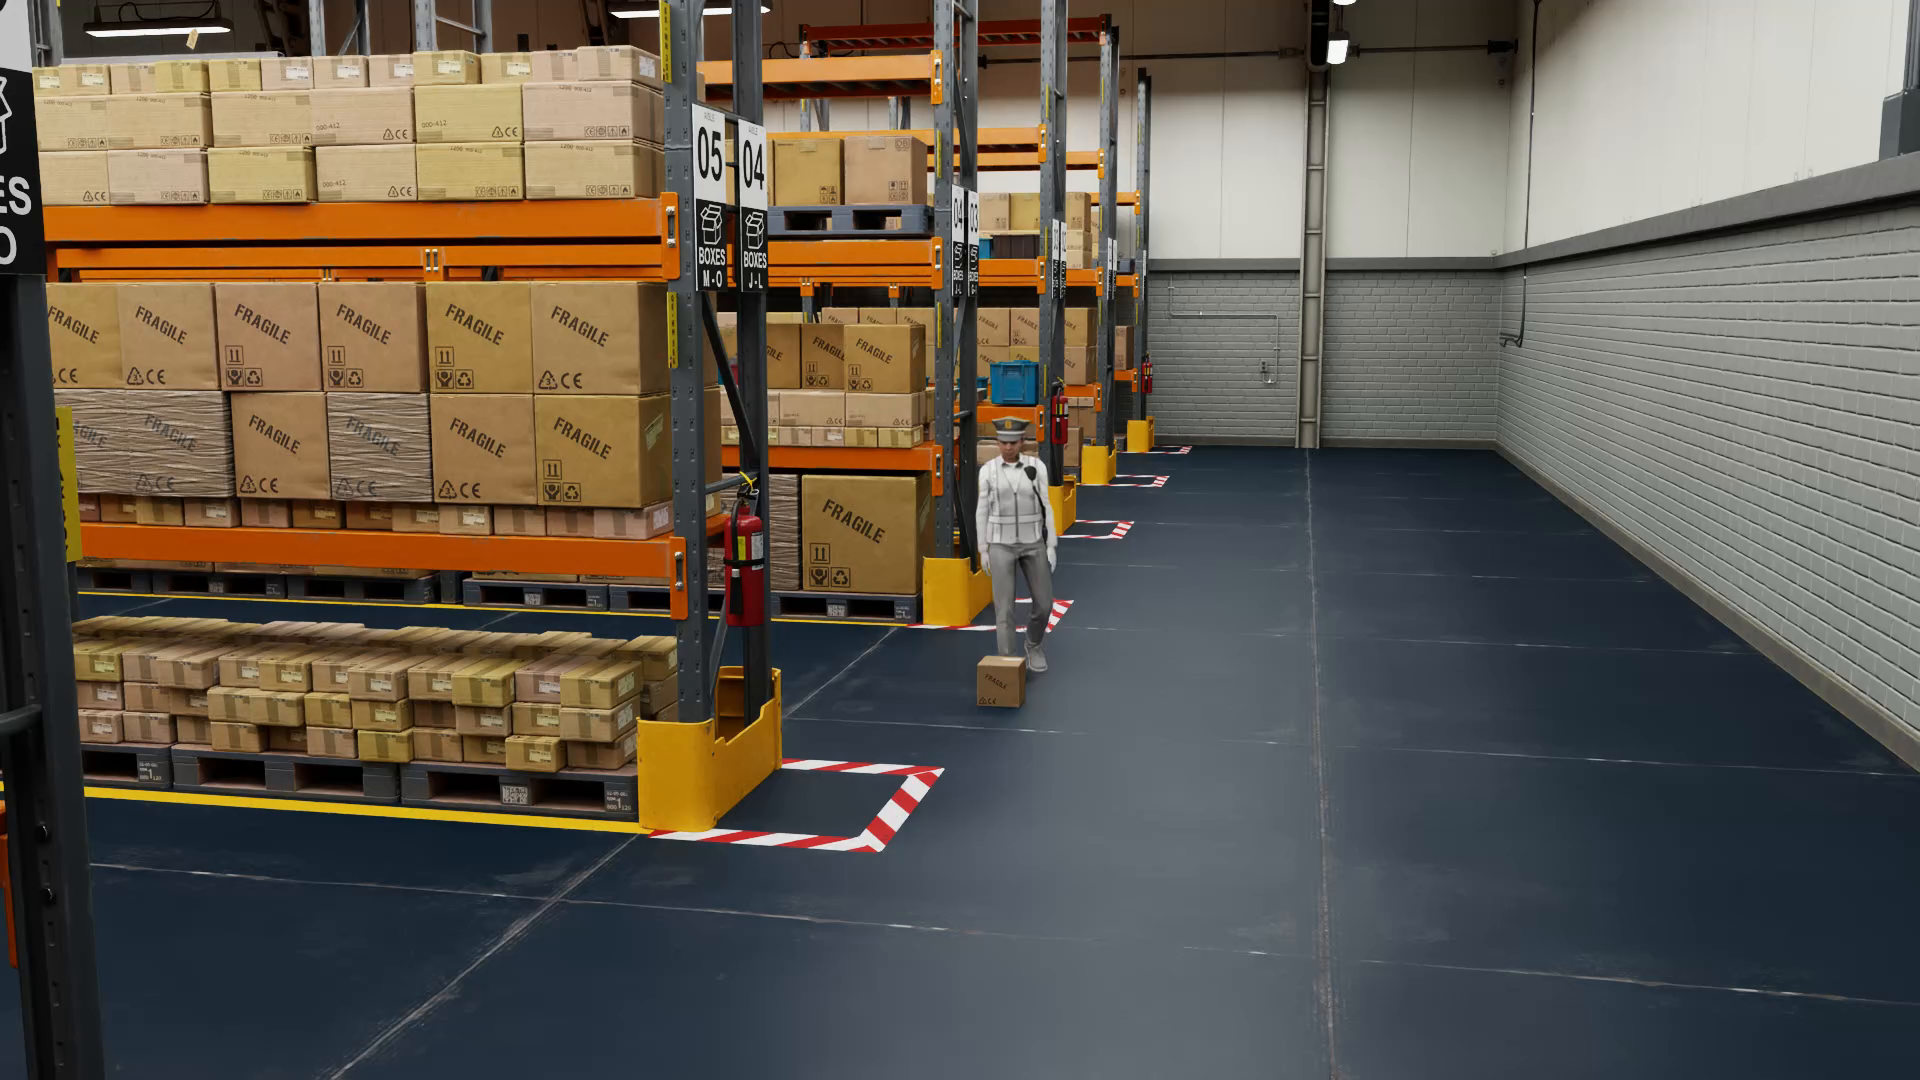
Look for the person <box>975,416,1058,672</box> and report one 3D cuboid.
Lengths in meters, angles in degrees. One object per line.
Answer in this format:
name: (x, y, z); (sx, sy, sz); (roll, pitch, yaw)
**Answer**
person: (0.351, 0.064, 10.214); (0.504, 1.651, 0.648); (0, 8, -2)
